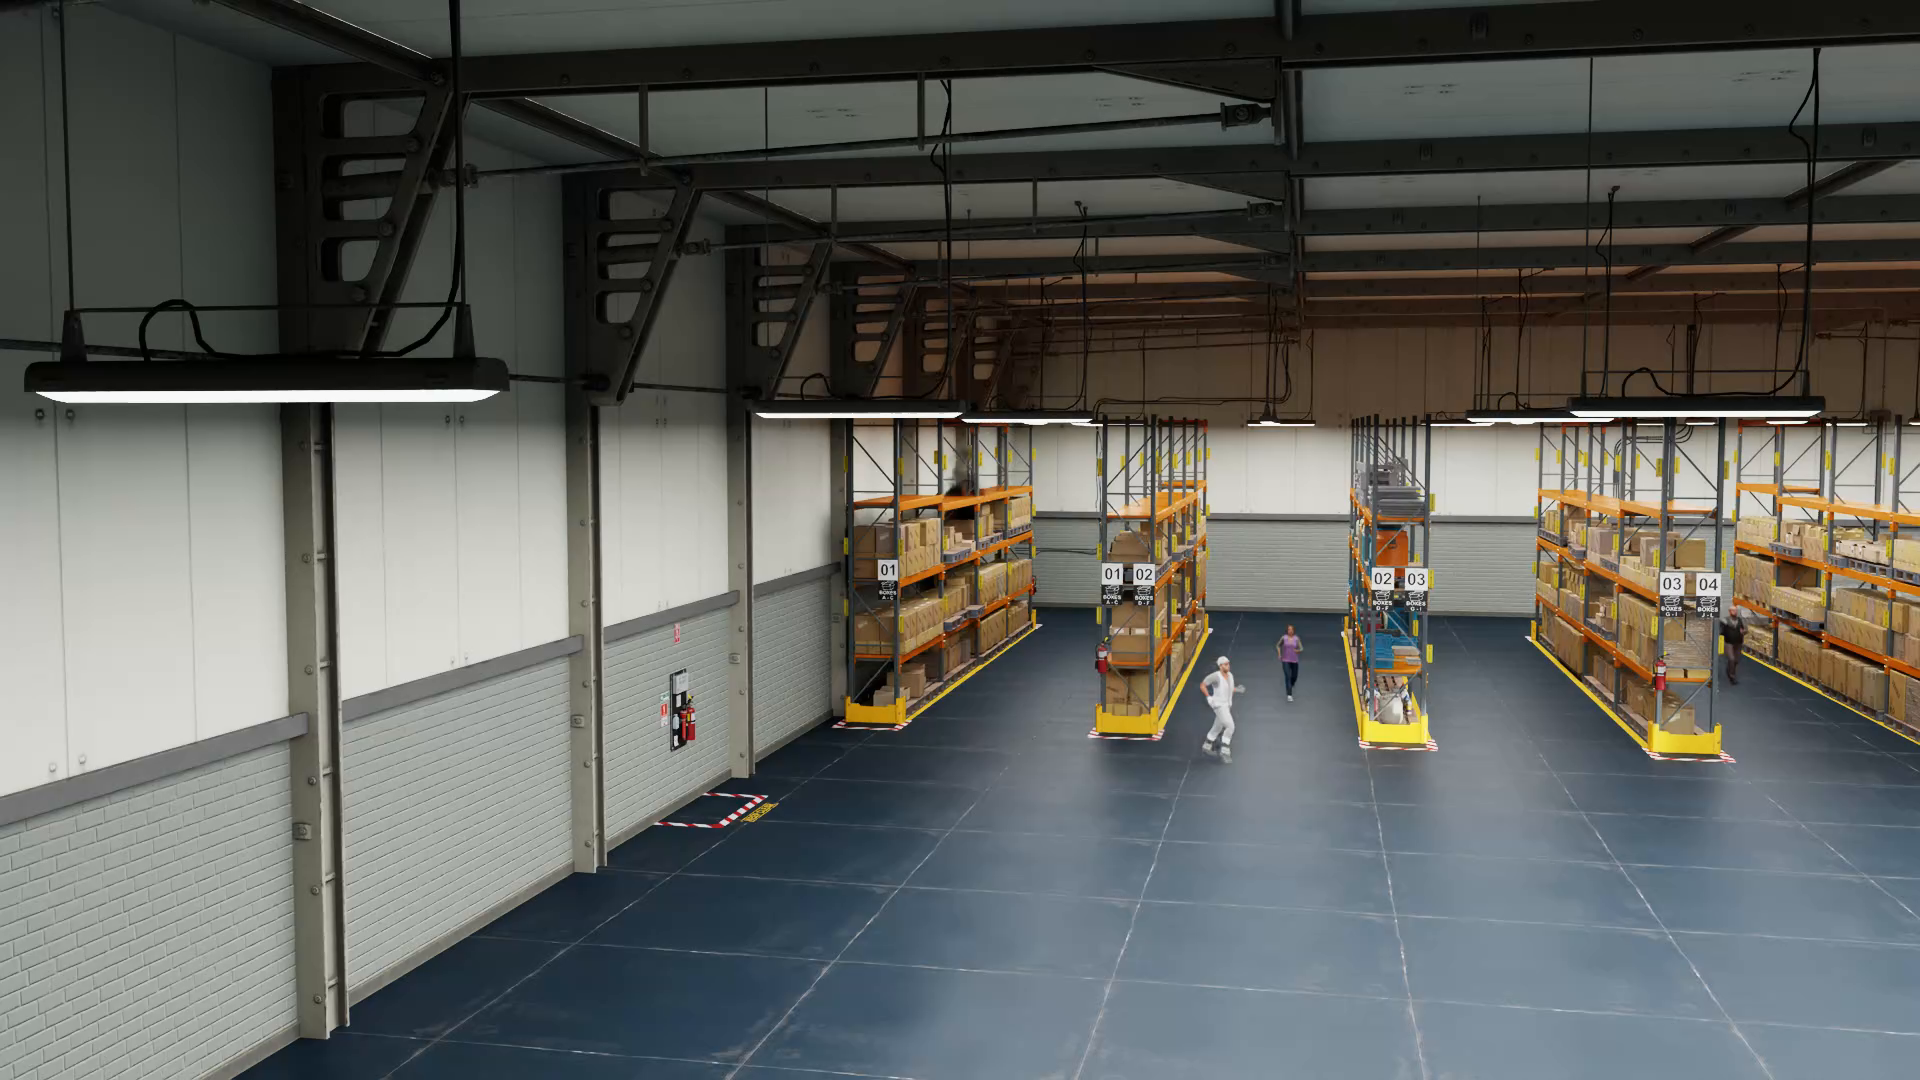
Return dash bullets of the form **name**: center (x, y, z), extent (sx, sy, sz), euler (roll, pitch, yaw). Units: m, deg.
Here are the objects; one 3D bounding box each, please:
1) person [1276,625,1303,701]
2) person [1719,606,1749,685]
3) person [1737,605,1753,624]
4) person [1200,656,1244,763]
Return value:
- **person**: center (6.974, 2.574, 35.162), extent (0.543, 1.576, 0.877), euler (0, 4, 3)
- **person**: center (17.400, 2.346, 37.451), extent (0.656, 1.707, 0.969), euler (0, 4, 3)
- **person**: center (21.371, 1.962, 45.075), extent (0.710, 1.637, 0.699), euler (0, 4, 1)
- **person**: center (4.544, 2.927, 28.790), extent (0.779, 1.851, 0.616), euler (3, 5, 40)
